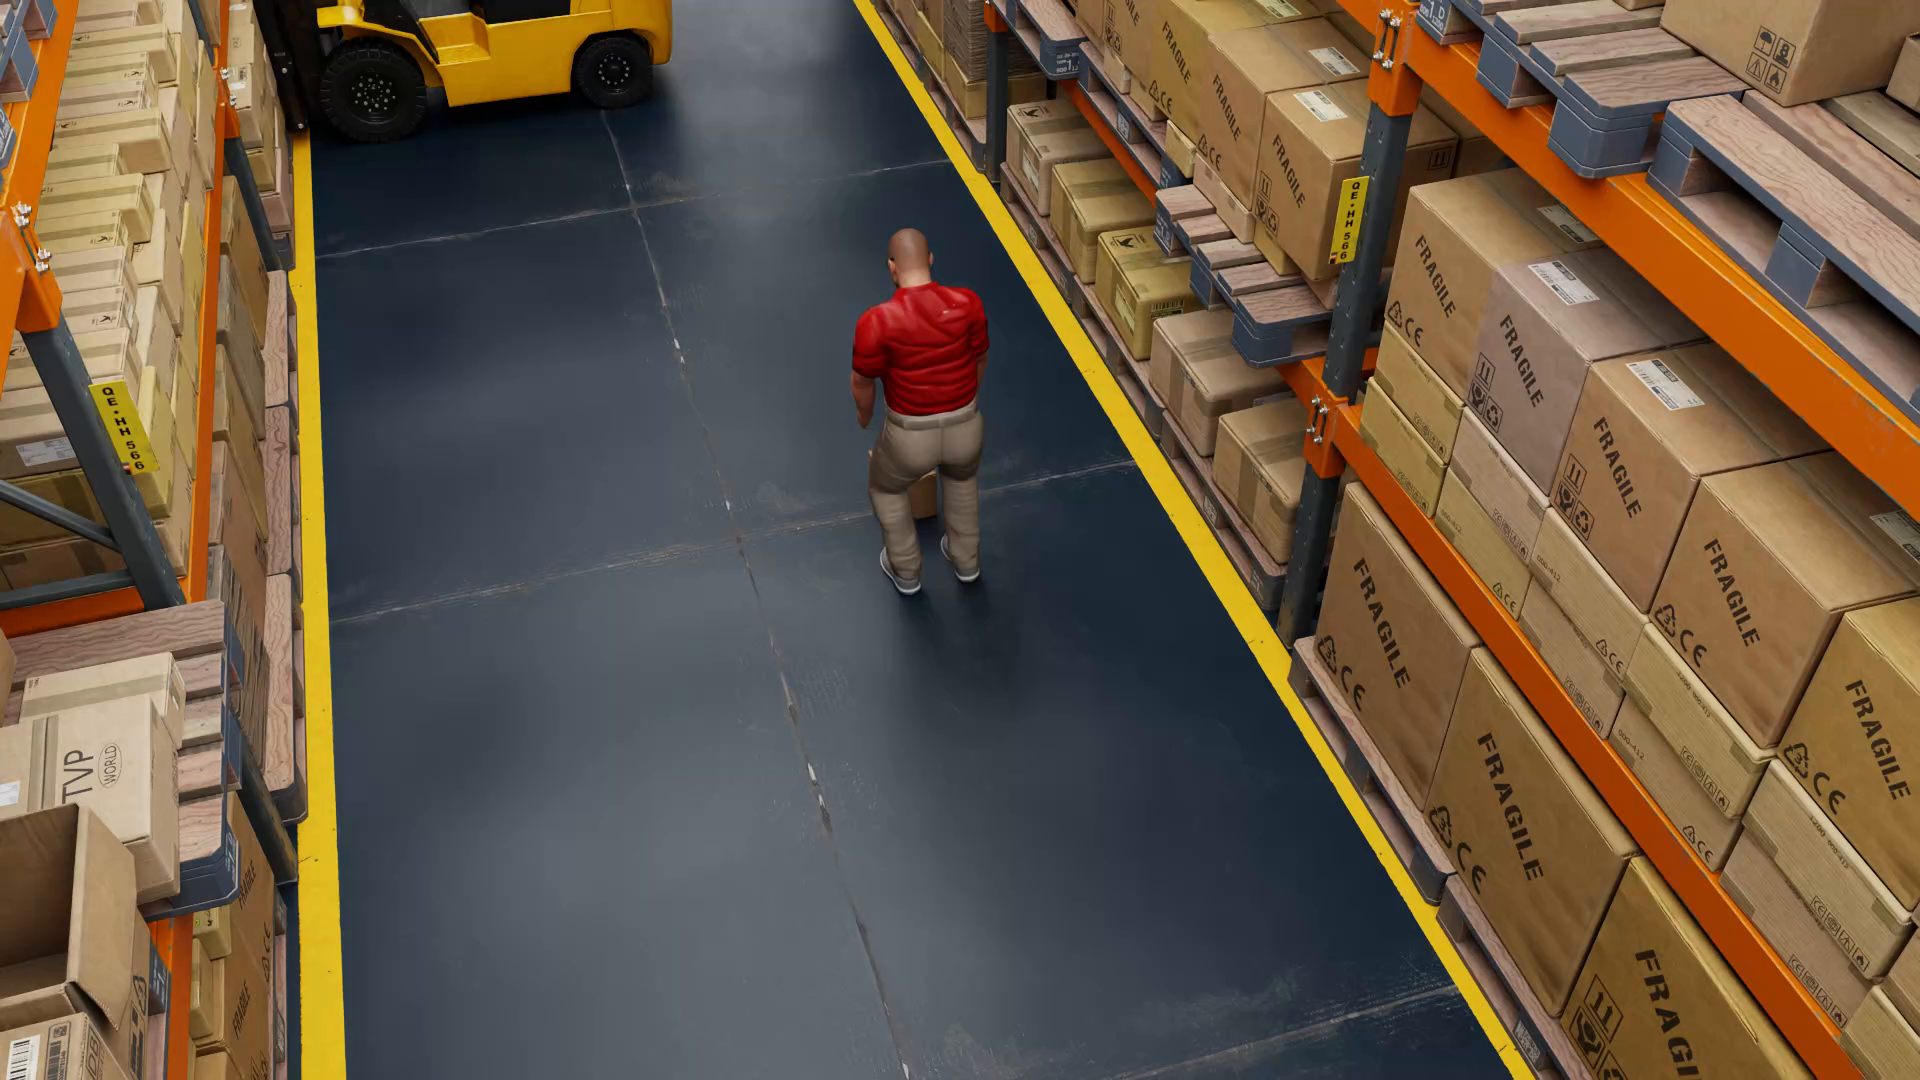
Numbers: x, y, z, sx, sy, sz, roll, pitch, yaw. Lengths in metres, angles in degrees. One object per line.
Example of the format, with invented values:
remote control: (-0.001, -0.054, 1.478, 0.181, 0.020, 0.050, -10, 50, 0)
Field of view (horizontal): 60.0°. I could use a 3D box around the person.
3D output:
person: (-0.156, -0.473, 6.767, 0.564, 1.650, 0.464, -11, 43, -12)
